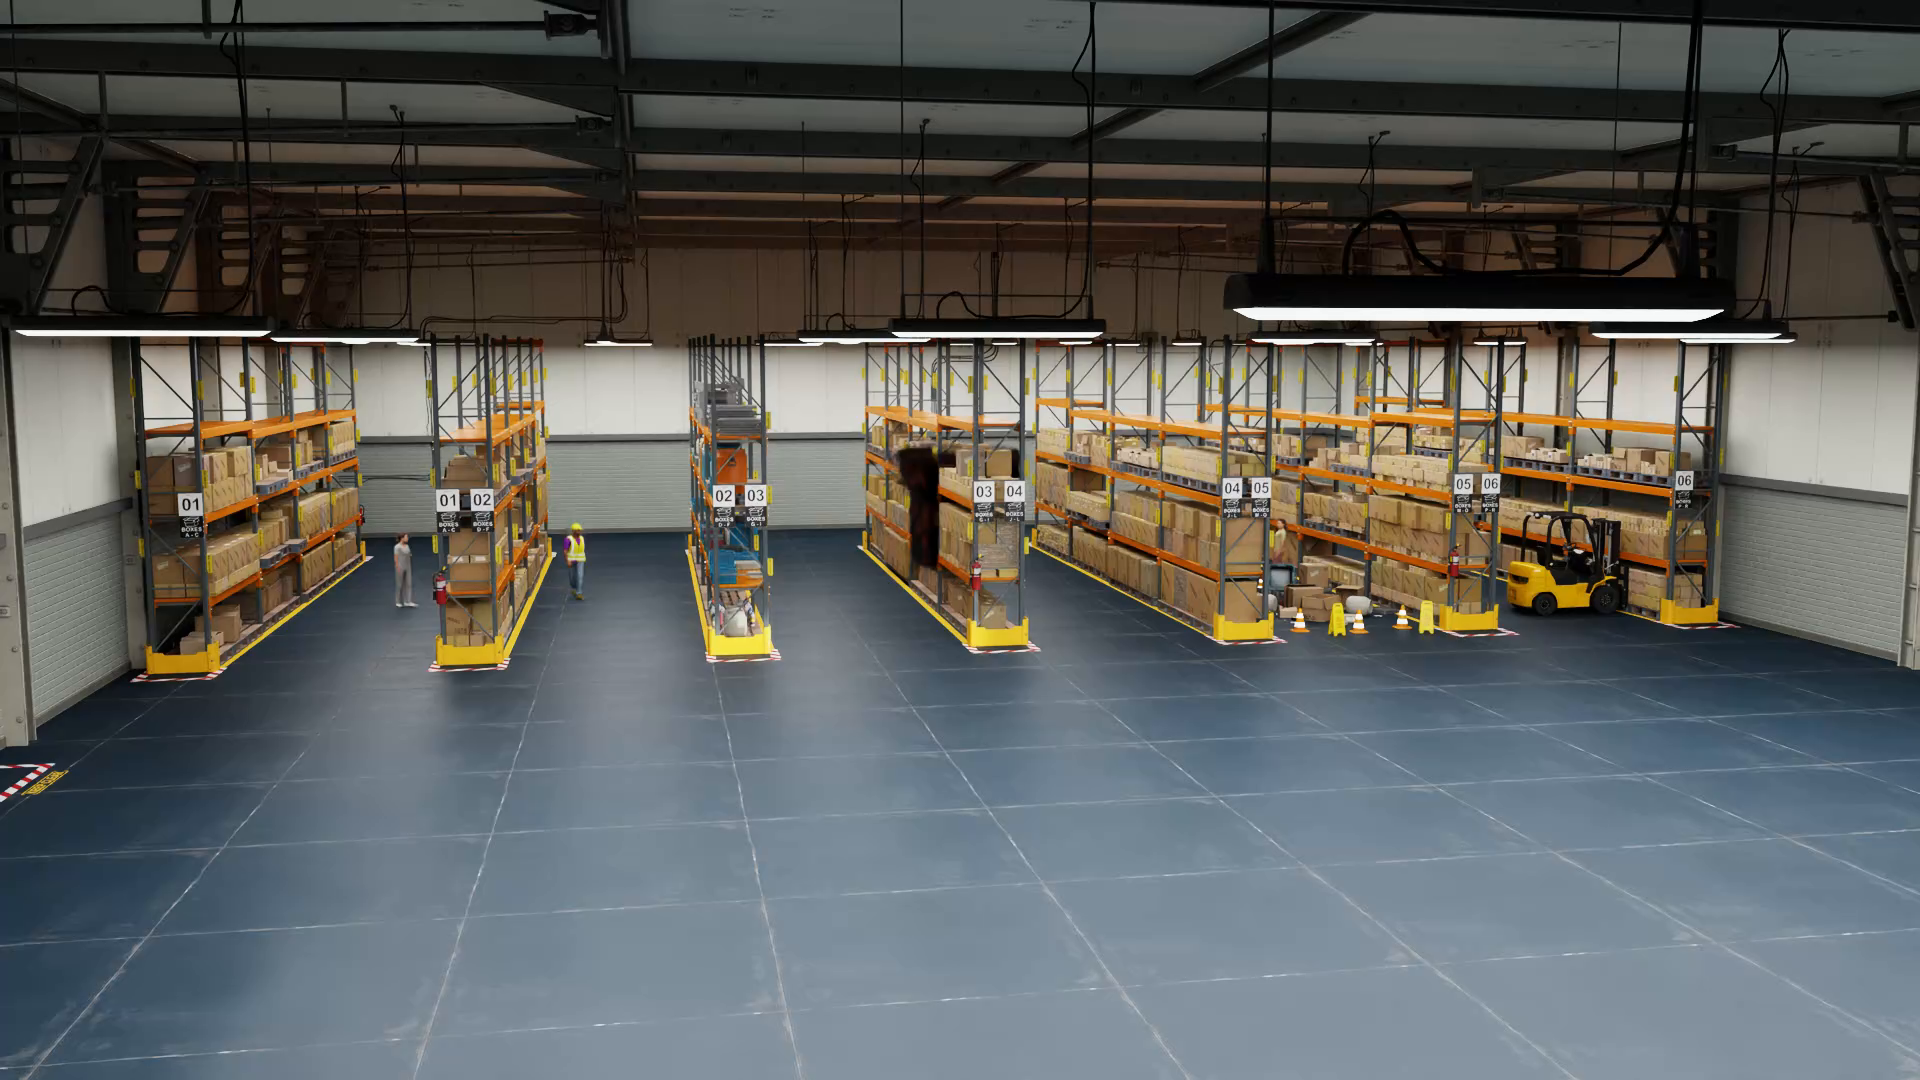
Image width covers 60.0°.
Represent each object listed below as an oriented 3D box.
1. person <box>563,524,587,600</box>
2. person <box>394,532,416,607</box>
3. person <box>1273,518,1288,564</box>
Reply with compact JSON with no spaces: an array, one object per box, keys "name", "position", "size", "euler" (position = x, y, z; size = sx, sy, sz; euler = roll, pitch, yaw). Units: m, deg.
[{"name":"person","position":[-8.877,0.492,38.311],"size":[0.498,1.728,1.039],"euler":[-1,7,-7]},{"name":"person","position":[-12.387,0.657,36.996],"size":[0.444,1.682,0.466],"euler":[5,8,39]},{"name":"person","position":[7.657,0.325,40.013],"size":[0.464,1.712,0.499],"euler":[2,7,18]}]
